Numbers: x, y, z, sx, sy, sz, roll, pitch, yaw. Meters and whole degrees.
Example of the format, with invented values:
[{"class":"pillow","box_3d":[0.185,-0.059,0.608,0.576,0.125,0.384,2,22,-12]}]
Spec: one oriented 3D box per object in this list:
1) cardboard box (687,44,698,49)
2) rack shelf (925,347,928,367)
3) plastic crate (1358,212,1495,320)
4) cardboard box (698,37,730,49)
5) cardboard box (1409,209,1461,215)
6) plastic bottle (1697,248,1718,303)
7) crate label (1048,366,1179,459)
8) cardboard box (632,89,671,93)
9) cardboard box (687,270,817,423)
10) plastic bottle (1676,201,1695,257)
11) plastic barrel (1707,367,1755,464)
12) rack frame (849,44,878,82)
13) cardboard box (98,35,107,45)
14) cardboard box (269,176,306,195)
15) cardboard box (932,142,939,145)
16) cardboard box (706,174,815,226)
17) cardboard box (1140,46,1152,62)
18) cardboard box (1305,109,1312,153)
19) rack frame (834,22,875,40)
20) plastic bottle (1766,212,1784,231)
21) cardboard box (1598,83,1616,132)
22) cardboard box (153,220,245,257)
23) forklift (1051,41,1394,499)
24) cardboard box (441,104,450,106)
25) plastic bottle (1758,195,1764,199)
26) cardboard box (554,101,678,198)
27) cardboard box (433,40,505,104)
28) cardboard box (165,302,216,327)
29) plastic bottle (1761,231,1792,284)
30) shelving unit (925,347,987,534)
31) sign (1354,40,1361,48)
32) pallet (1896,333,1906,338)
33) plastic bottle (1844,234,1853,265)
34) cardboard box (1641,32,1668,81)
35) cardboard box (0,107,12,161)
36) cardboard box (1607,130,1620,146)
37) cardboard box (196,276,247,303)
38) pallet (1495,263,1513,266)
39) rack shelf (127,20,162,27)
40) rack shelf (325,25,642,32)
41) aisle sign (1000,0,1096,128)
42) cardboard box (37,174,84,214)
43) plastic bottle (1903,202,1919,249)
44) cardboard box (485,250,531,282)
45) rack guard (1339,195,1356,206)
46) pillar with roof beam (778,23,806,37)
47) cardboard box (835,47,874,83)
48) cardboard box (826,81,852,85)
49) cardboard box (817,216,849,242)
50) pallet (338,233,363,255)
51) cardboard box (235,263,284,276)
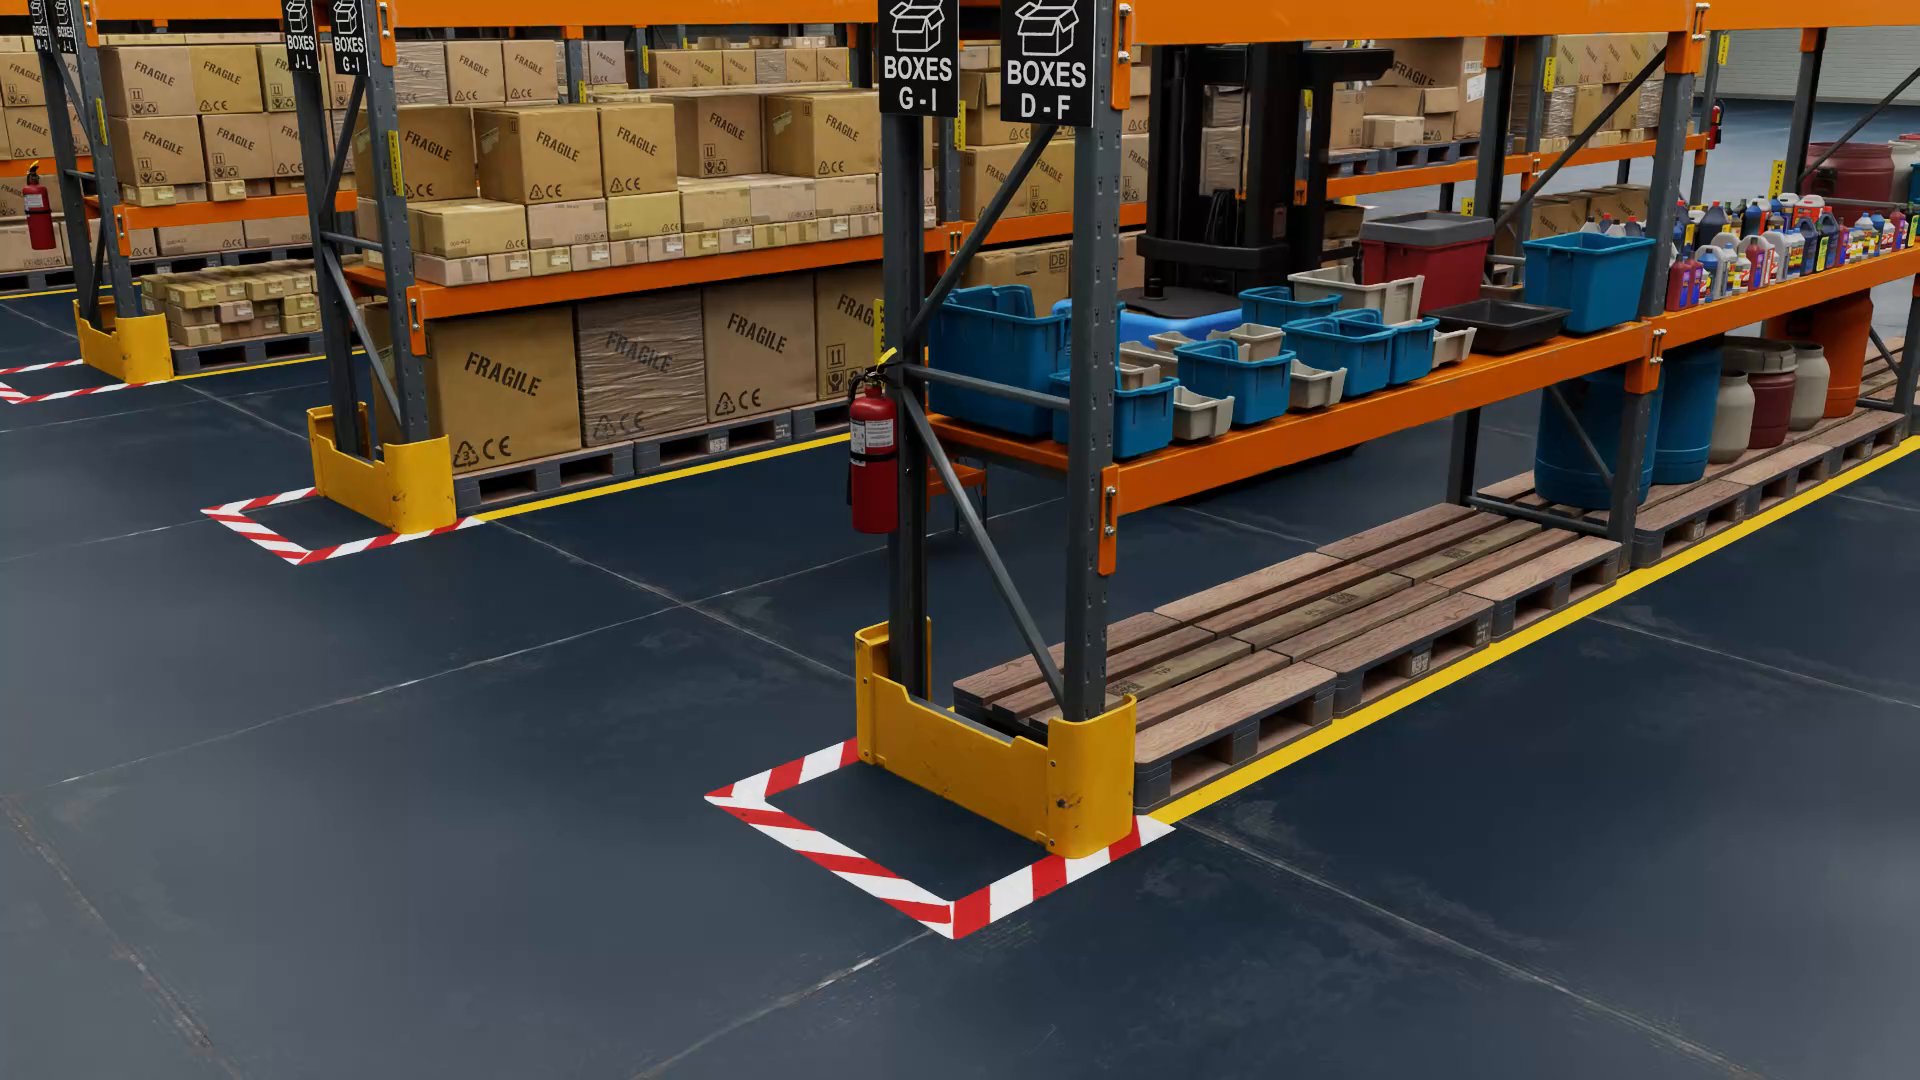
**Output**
[{"class":"cardboard box","box_3d":[-4.357,-7.994,27.080,0.250,0.149,0.380,-16,24,-40]},{"class":"rack shelf","box_3d":[-0.120,-0.909,8.570,0.480,0.148,0.258,-16,24,-41]},{"class":"plastic crate","box_3d":[2.198,-1.284,7.879,0.583,0.464,0.402,-16,24,-41]},{"class":"cardboard box","box_3d":[-3.291,-6.643,22.234,0.380,0.149,0.250,17,24,41]},{"class":"cardboard box","box_3d":[4.968,-3.058,16.891,0.700,0.500,0.500,16,24,40]},{"class":"plastic bottle","box_3d":[3.818,-1.356,8.512,0.097,0.271,0.097,0,18,0]},{"class":"crate label","box_3d":[0.519,-0.437,5.644,0.303,0.233,0.416,-16,24,-41]},{"class":"cardboard box","box_3d":[-2.986,-4.260,16.021,0.250,0.149,0.380,-16,24,-41]},{"class":"cardboard box","box_3d":[-1.572,-1.344,11.030,0.875,0.875,0.875,-16,24,-41]},{"class":"plastic bottle","box_3d":[4.263,-1.836,9.863,0.185,0.351,0.144,-16,24,-41]},{"class":"plastic barrel","box_3d":[4.413,-0.735,9.741,0.421,0.512,0.421,0,18,0]},{"class":"rack frame","box_3d":[-0.811,-4.448,17.840,0.127,3.000,1.000,-16,24,-41]},{"class":"cardboard box","box_3d":[-8.698,-4.957,16.576,0.250,0.149,0.380,-16,24,-40]},{"class":"cardboard box","box_3d":[-5.467,-2.874,13.394,0.250,0.149,0.380,-17,24,-41]},{"class":"cardboard box","box_3d":[-0.231,-2.675,12.211,0.500,0.500,0.500,-16,24,-41]},{"class":"cardboard box","box_3d":[-1.269,-2.167,10.565,0.500,0.250,0.500,-16,24,-40]},{"class":"cardboard box","box_3d":[2.387,-5.951,20.482,0.550,0.550,0.875,-16,24,-41]},{"class":"cardboard box","box_3d":[2.888,-3.686,14.646,0.500,0.500,0.500,14,23,37]},{"class":"rack frame","box_3d":[-1.886,-8.343,29.852,0.127,3.000,1.000,-16,24,-41]},{"class":"plastic bottle","box_3d":[5.152,-1.969,10.517,0.097,0.201,0.097,0,18,0]},{"class":"cardboard box","box_3d":[6.480,-4.660,17.849,0.500,0.500,0.875,-16,24,-41]},{"class":"cardboard box","box_3d":[-8.372,-3.370,17.990,0.875,0.438,0.875,17,25,42]},{"class":"forklift","box_3d":[1.933,-2.003,10.412,3.031,2.935,1.130,-17,24,-42]},{"class":"cardboard box","box_3d":[-4.616,-3.409,13.991,0.500,0.500,0.500,-16,24,-41]},{"class":"plastic bottle","box_3d":[5.119,-2.071,10.698,0.133,0.283,0.061,-16,24,-41]},{"class":"cardboard box","box_3d":[-2.020,-2.305,9.776,0.500,0.500,0.500,-17,25,-42]},{"class":"cardboard box","box_3d":[-4.246,-3.994,14.175,0.500,0.500,0.500,17,25,42]},{"class":"cardboard box","box_3d":[-6.067,-1.791,13.106,0.250,0.149,0.380,-15,23,-39]},{"class":"plastic bottle","box_3d":[4.459,-1.557,9.123,0.135,0.276,0.152,-16,24,-41]},{"class":"shelving unit","box_3d":[-0.120,-0.536,8.691,0.503,1.200,0.258,-16,24,-41]},{"class":"sign","box_3d":[5.364,-6.682,22.469,0.005,0.325,0.100,-16,24,-41]},{"class":"pallet","box_3d":[8.288,-1.551,13.427,1.213,0.211,1.003,-16,24,-41]},{"class":"plastic bottle","box_3d":[5.166,-1.716,9.735,0.097,0.201,0.097,0,18,0]},{"class":"cardboard box","box_3d":[7.382,-5.290,18.173,0.500,0.500,0.500,-16,24,-41]},{"class":"cardboard box","box_3d":[-9.553,-3.926,16.067,0.500,0.500,0.500,-17,24,-41]},{"class":"cardboard box","box_3d":[6.873,-4.342,17.921,0.250,0.149,0.380,-16,24,-41]},{"class":"cardboard box","box_3d":[-5.892,-2.000,13.266,0.250,0.149,0.380,-16,24,-40]},{"class":"pallet","box_3d":[5.893,-2.986,17.854,1.213,0.211,1.003,-16,24,-41]},{"class":"rack shelf","box_3d":[-12.058,-6.461,20.351,4.000,0.370,1.077,-16,24,-41]},{"class":"rack shelf","box_3d":[-5.739,-6.197,19.537,4.000,0.370,1.077,-16,24,-41]},{"class":"aisle sign","box_3d":[0.265,-1.665,5.041,0.004,0.787,0.394,-16,24,-41]},{"class":"cardboard box","box_3d":[-11.600,-4.464,21.261,0.700,0.500,0.500,17,24,42]},{"class":"plastic bottle","box_3d":[5.925,-1.968,10.381,0.133,0.283,0.061,-16,24,-41]},{"class":"cardboard box","box_3d":[-2.620,-1.556,9.329,0.250,0.149,0.380,-17,24,-42]},{"class":"rack guard","box_3d":[5.019,-4.959,23.470,0.348,0.500,1.175,-16,24,-41]},{"class":"pillar with roof beam","box_3d":[-0.053,-10.286,26.120,0.400,9.000,9.100,-16,24,-41]},{"class":"cardboard box","box_3d":[-1.557,-6.623,23.223,0.500,0.500,0.500,-17,24,-42]},{"class":"cardboard box","box_3d":[-1.283,-4.756,17.551,0.250,0.149,0.380,-16,24,-41]},{"class":"cardboard box","box_3d":[-0.940,-2.047,10.841,0.250,0.149,0.380,-16,24,-40]},{"class":"pallet","box_3d":[-6.683,-3.542,19.568,1.213,0.211,1.003,-16,24,-41]},{"class":"cardboard box","box_3d":[-5.859,-2.213,13.923,0.380,0.149,0.250,17,24,42]}]
